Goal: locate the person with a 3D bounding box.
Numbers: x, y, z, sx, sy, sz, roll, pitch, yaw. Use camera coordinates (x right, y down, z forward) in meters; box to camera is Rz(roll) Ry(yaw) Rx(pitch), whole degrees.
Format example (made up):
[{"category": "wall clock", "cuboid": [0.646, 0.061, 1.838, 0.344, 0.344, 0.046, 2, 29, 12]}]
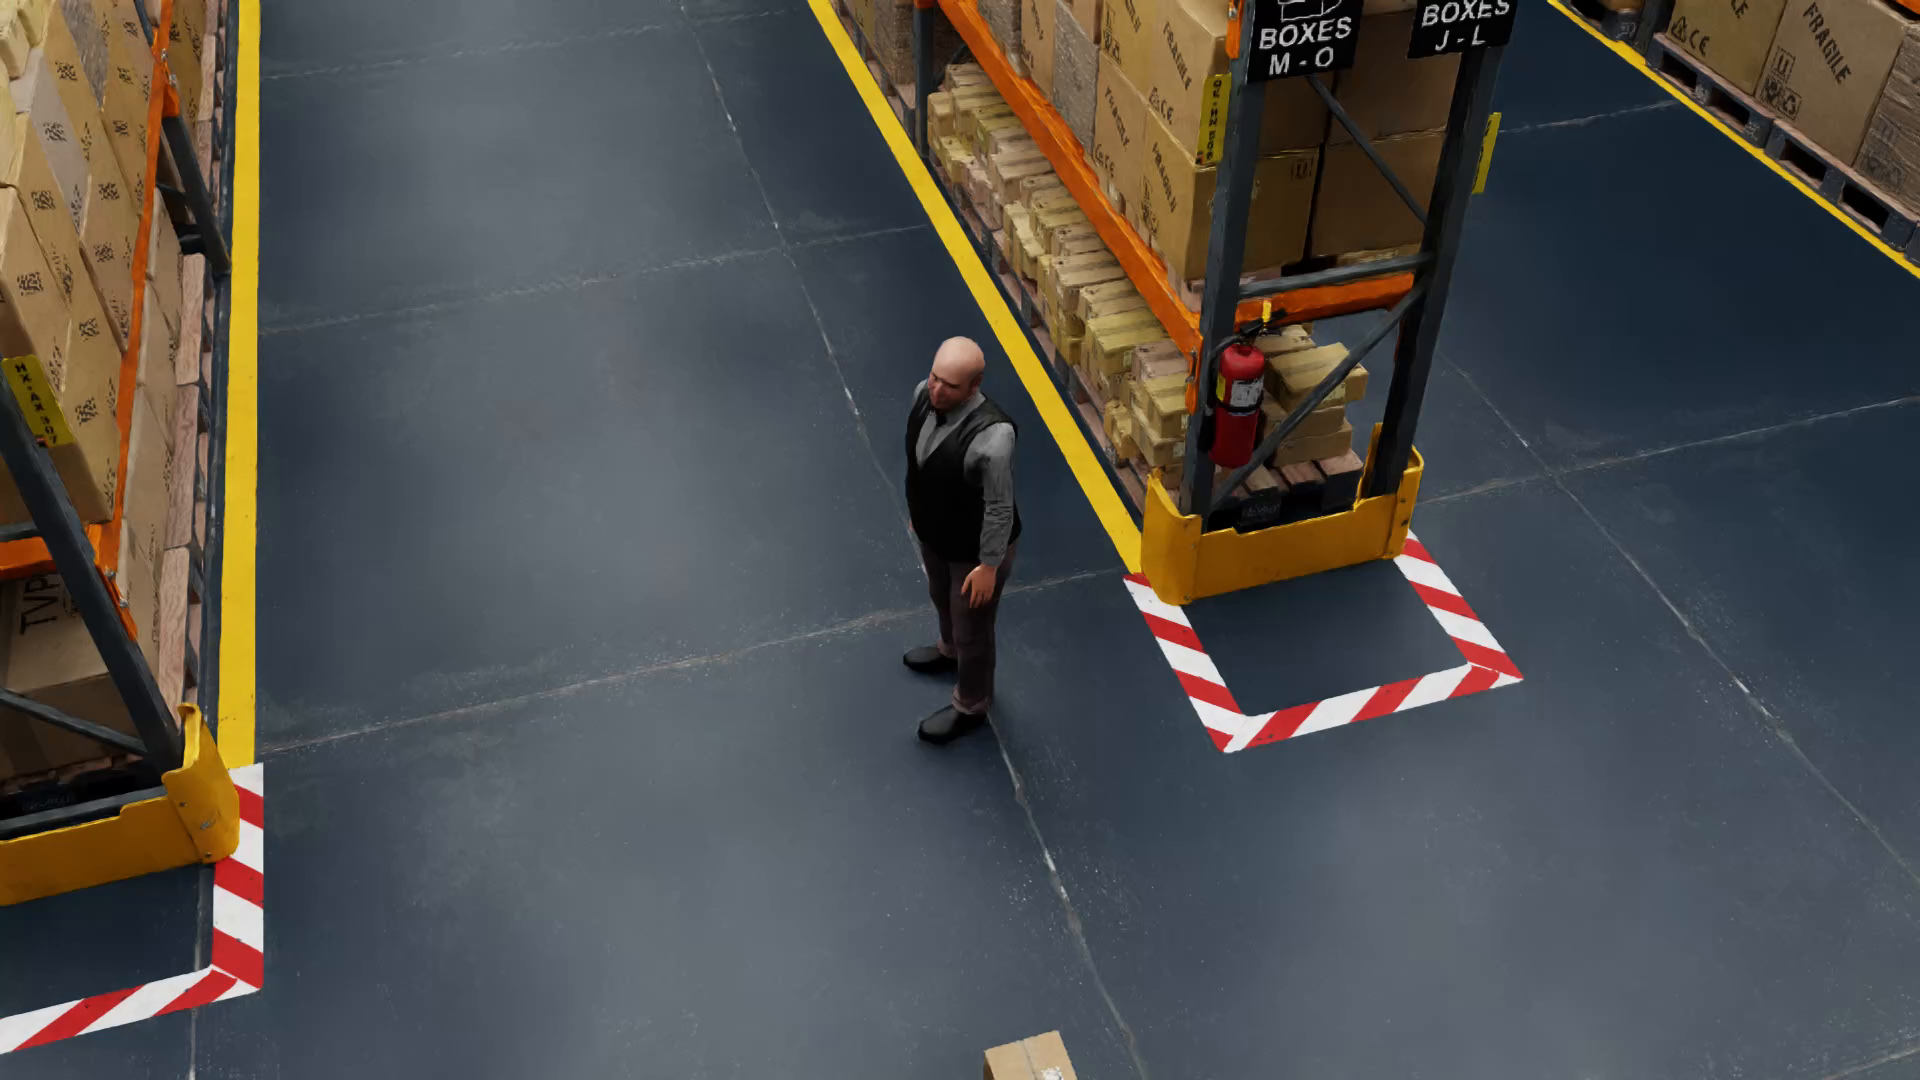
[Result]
[{"category": "person", "cuboid": [-0.047, -0.005, 6.142, 0.470, 1.730, 0.588, -24, 47, -24]}]
